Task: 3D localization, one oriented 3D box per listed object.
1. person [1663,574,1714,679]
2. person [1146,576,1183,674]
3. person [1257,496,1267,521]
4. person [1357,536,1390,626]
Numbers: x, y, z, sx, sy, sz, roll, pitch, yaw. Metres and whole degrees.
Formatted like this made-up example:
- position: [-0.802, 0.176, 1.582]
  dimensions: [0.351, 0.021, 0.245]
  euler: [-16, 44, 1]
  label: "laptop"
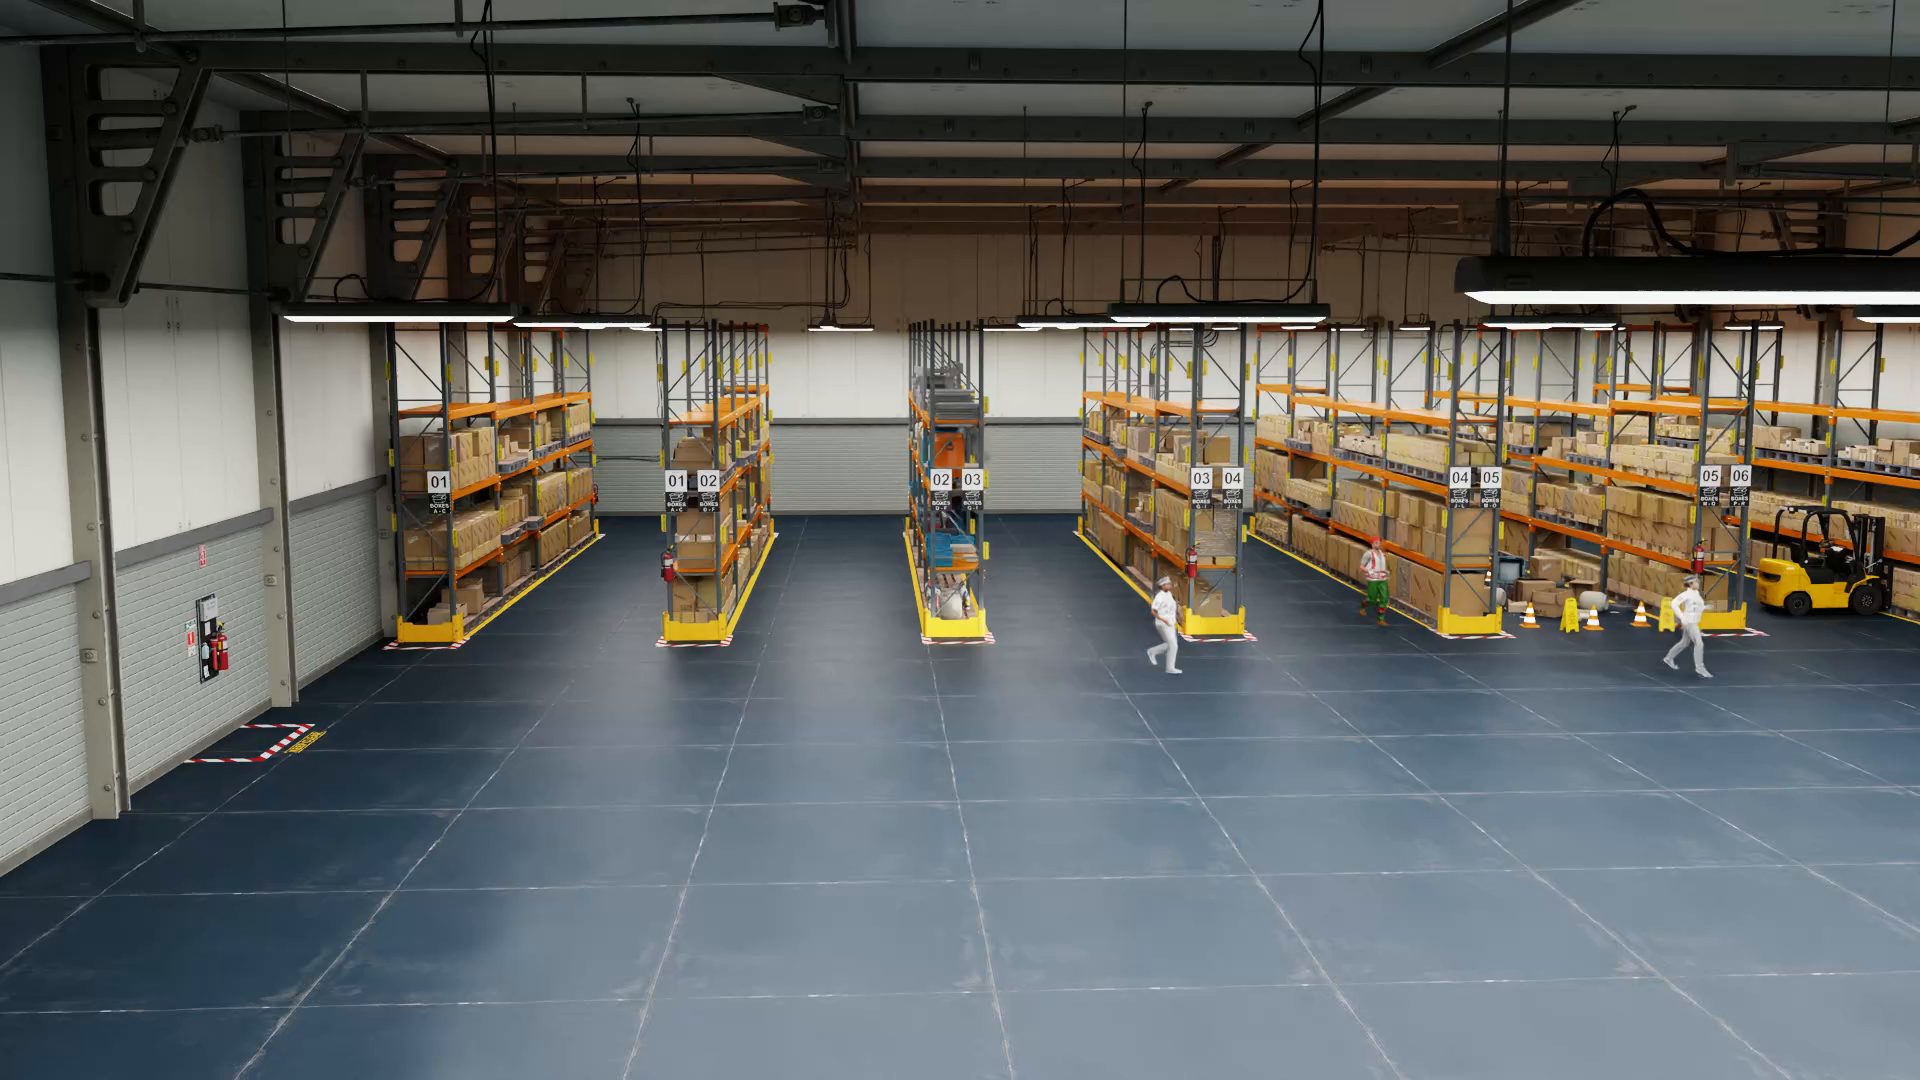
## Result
- position: [12.290, 1.420, 27.975]
  dimensions: [0.836, 1.725, 0.593]
  euler: [6, 9, 39]
  label: "person"
- position: [3.457, 1.424, 28.197]
  dimensions: [0.681, 1.655, 0.581]
  euler: [4, 8, 32]
  label: "person"
- position: [8.955, -1.078, 49.005]
  dimensions: [0.546, 1.553, 0.585]
  euler: [-1, 7, -11]
  label: "person"
- position: [8.213, 0.798, 32.825]
  dimensions: [0.658, 1.751, 0.871]
  euler: [-3, 8, -21]
  label: "person"
